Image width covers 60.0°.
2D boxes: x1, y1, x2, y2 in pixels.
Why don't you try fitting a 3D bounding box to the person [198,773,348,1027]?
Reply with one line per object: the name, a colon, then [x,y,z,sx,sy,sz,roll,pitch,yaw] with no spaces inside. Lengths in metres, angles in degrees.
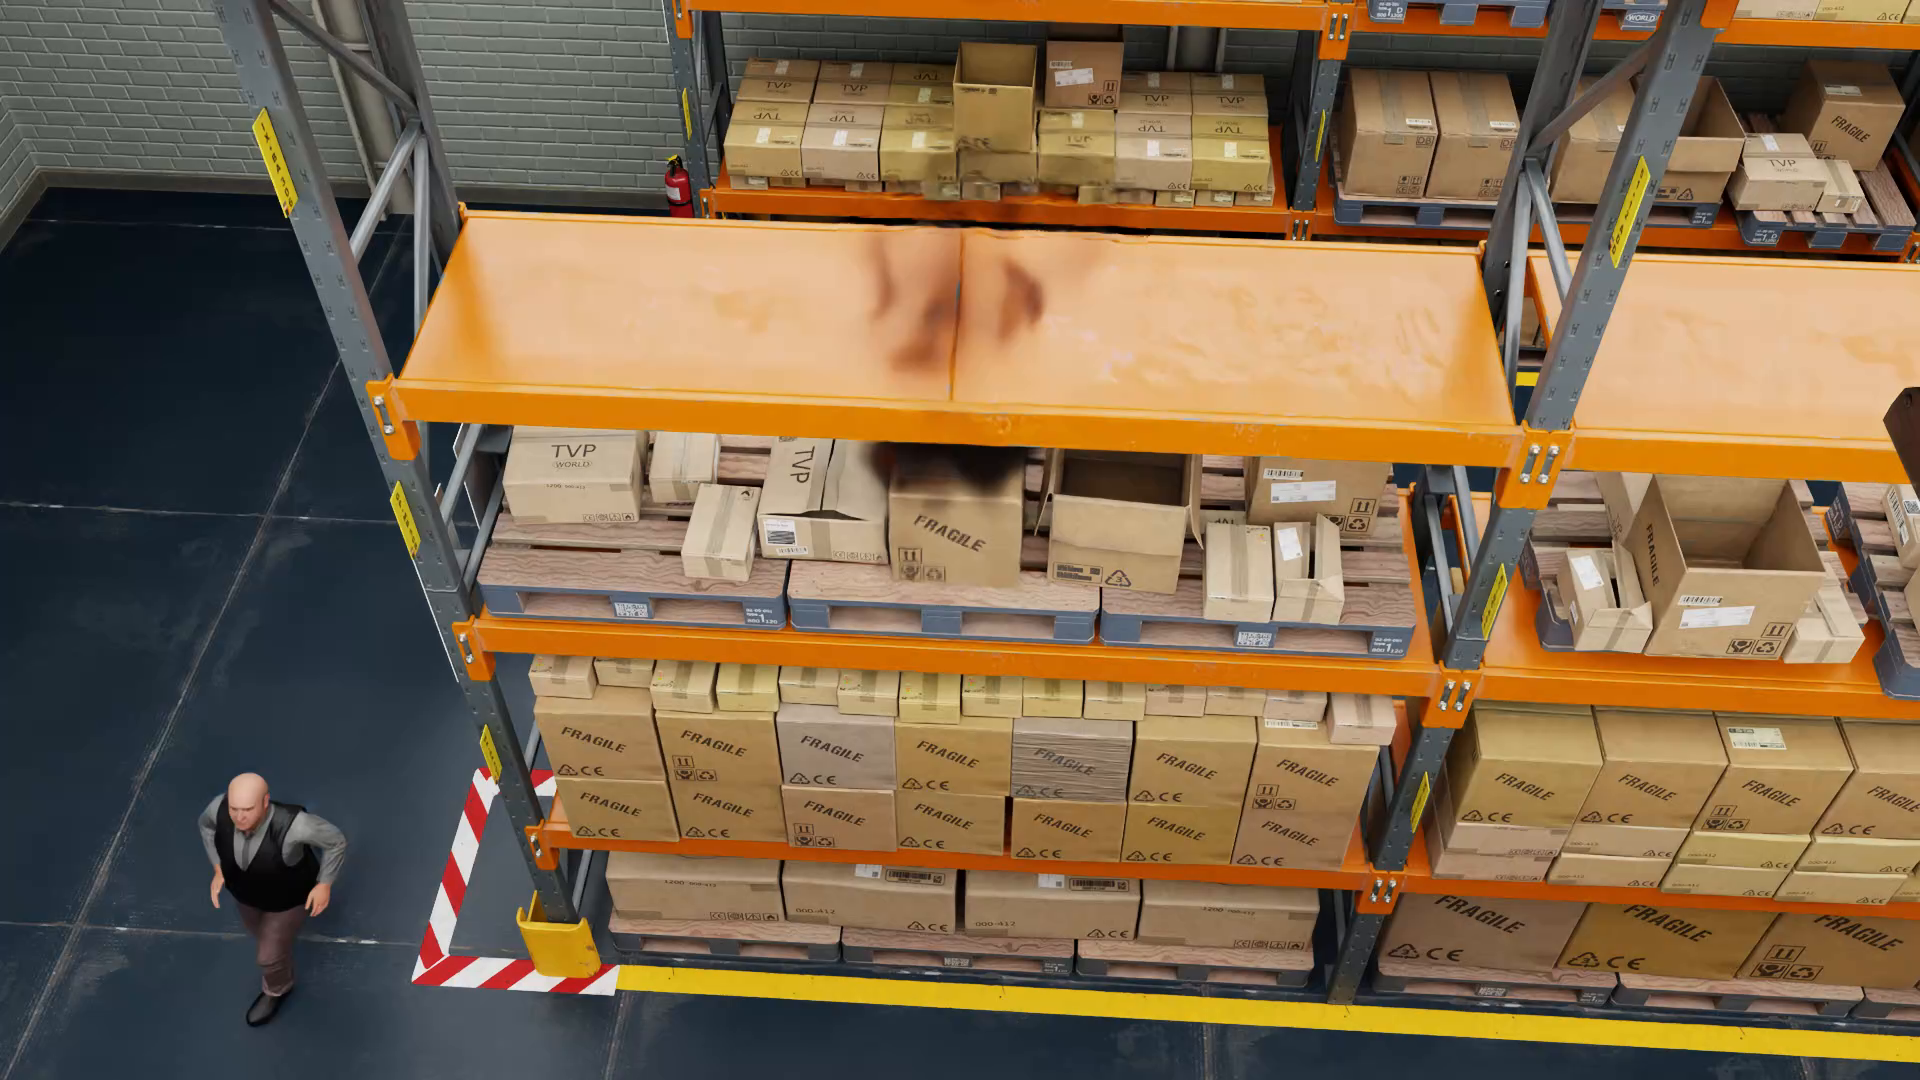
person: [-3.306,1.676,8.101,0.713,1.670,0.817,10,49,9]
